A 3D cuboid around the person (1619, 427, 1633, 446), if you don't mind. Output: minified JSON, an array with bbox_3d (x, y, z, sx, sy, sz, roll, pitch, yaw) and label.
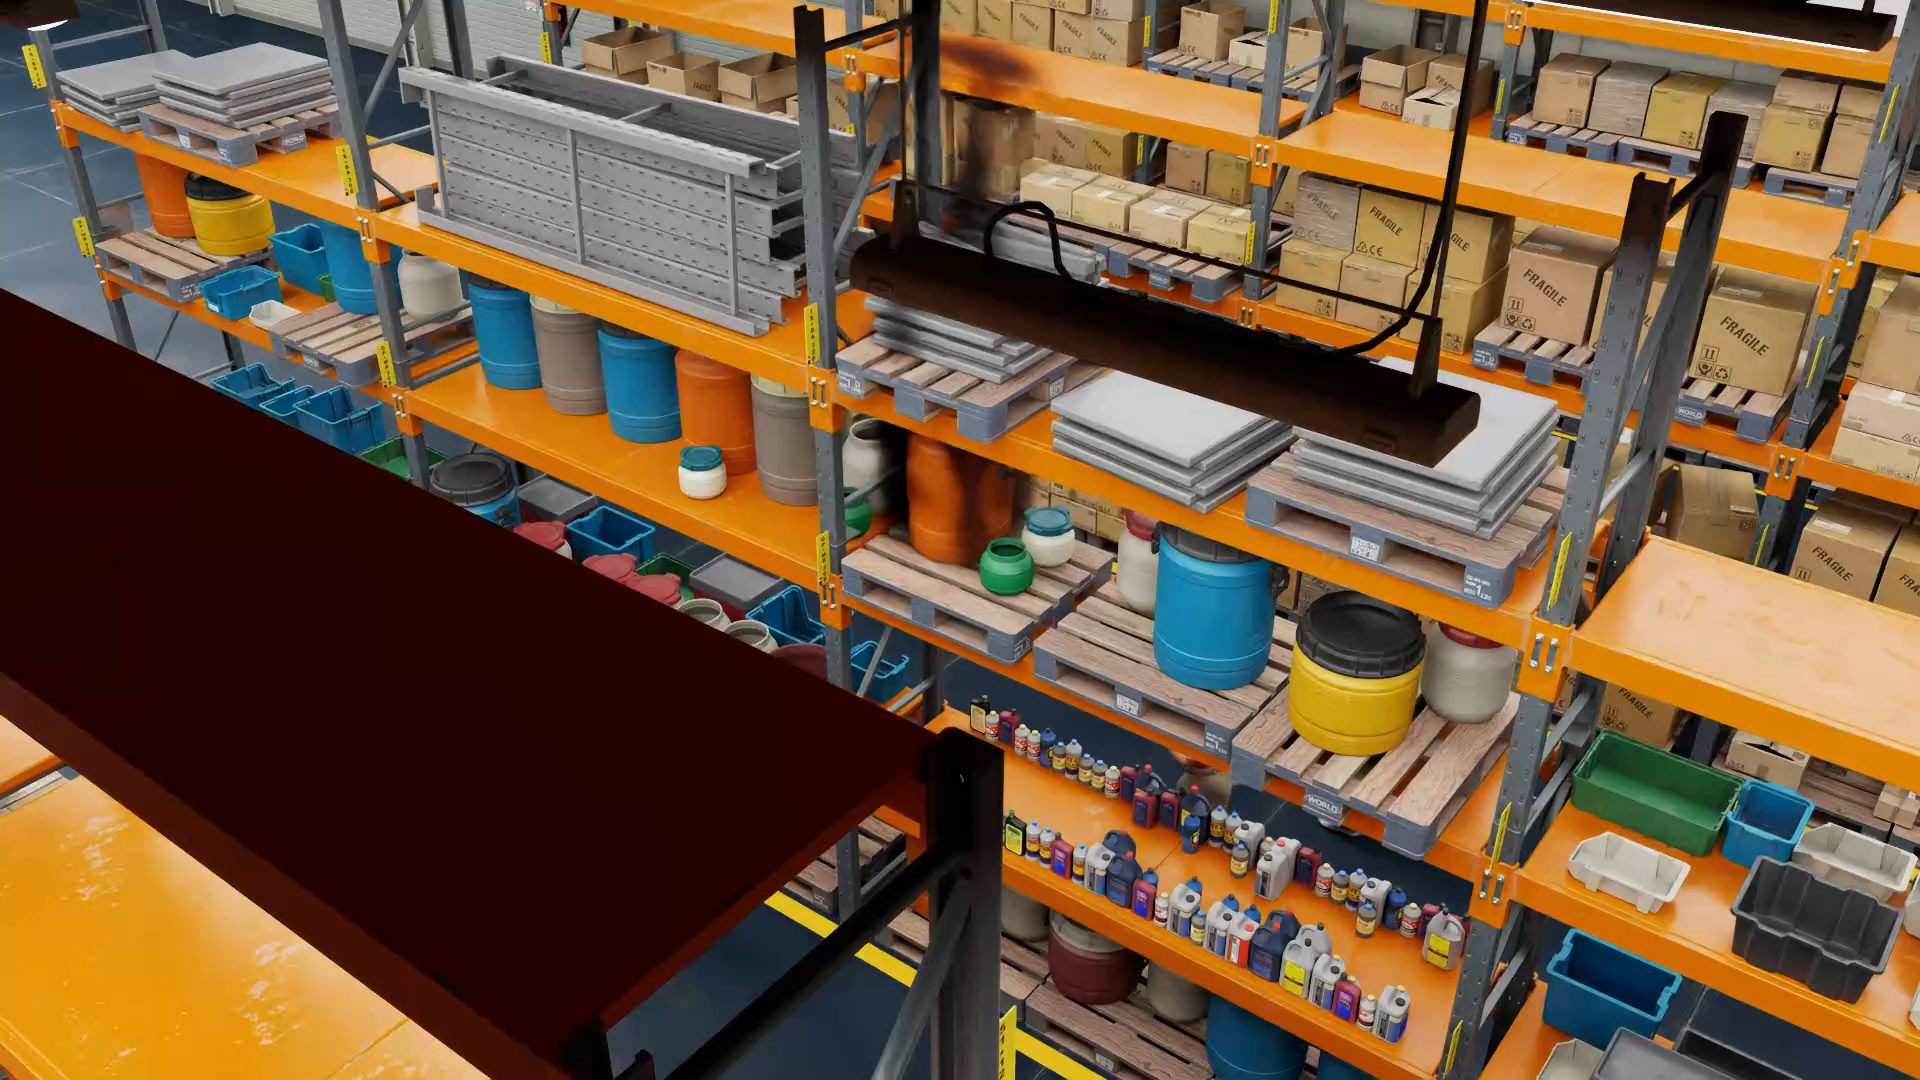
[{"bbox_3d":[5.717,-0.476,14.439,0.847,1.723,0.636,23,38,33],"label":"person"}]

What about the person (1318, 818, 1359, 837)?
[{"bbox_3d":[2.901,1.426,11.380,0.758,1.628,0.588,17,35,26],"label":"person"}]

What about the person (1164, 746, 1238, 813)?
[{"bbox_3d":[1.635,1.587,11.085,0.814,1.776,0.657,19,36,28],"label":"person"}]
